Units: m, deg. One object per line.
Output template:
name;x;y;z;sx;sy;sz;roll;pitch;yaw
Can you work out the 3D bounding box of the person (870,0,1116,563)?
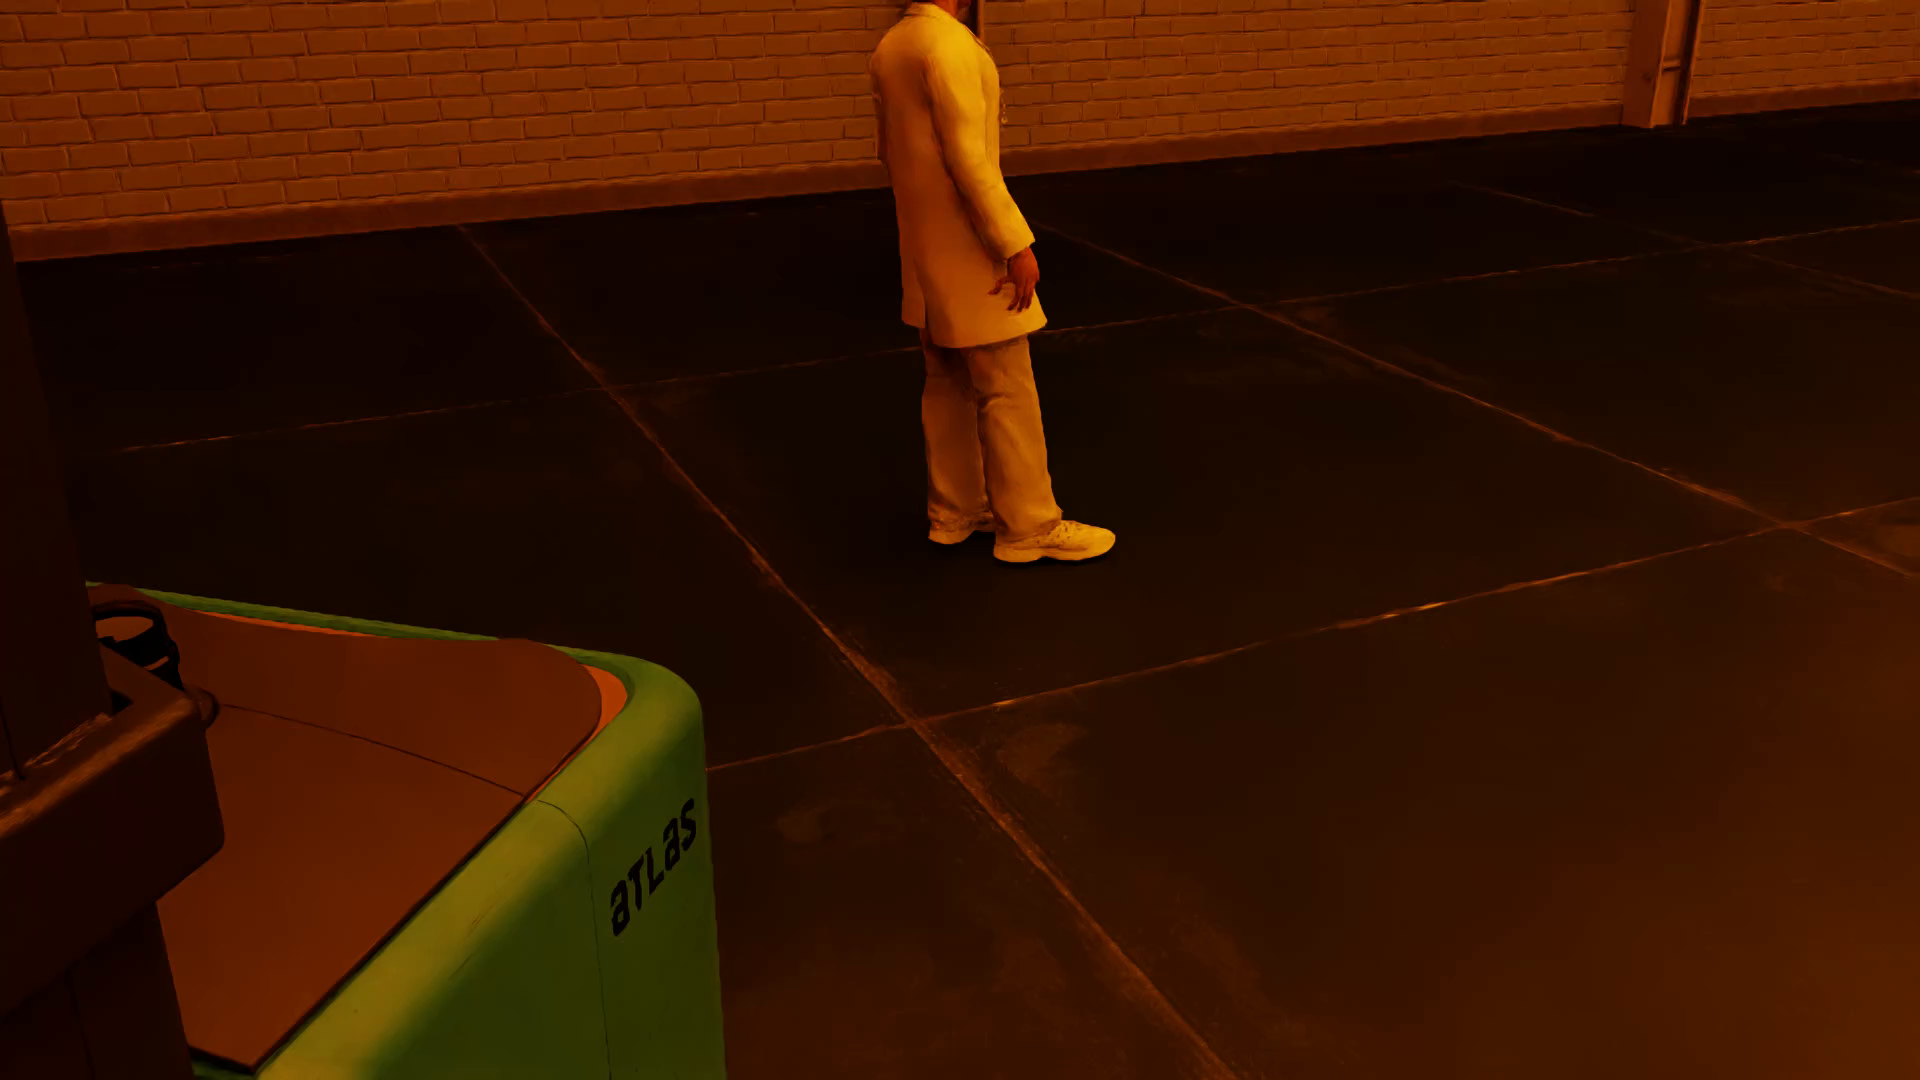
person;0.084;-0.841;4.795;0.579;1.776;0.694;-10;25;-23
